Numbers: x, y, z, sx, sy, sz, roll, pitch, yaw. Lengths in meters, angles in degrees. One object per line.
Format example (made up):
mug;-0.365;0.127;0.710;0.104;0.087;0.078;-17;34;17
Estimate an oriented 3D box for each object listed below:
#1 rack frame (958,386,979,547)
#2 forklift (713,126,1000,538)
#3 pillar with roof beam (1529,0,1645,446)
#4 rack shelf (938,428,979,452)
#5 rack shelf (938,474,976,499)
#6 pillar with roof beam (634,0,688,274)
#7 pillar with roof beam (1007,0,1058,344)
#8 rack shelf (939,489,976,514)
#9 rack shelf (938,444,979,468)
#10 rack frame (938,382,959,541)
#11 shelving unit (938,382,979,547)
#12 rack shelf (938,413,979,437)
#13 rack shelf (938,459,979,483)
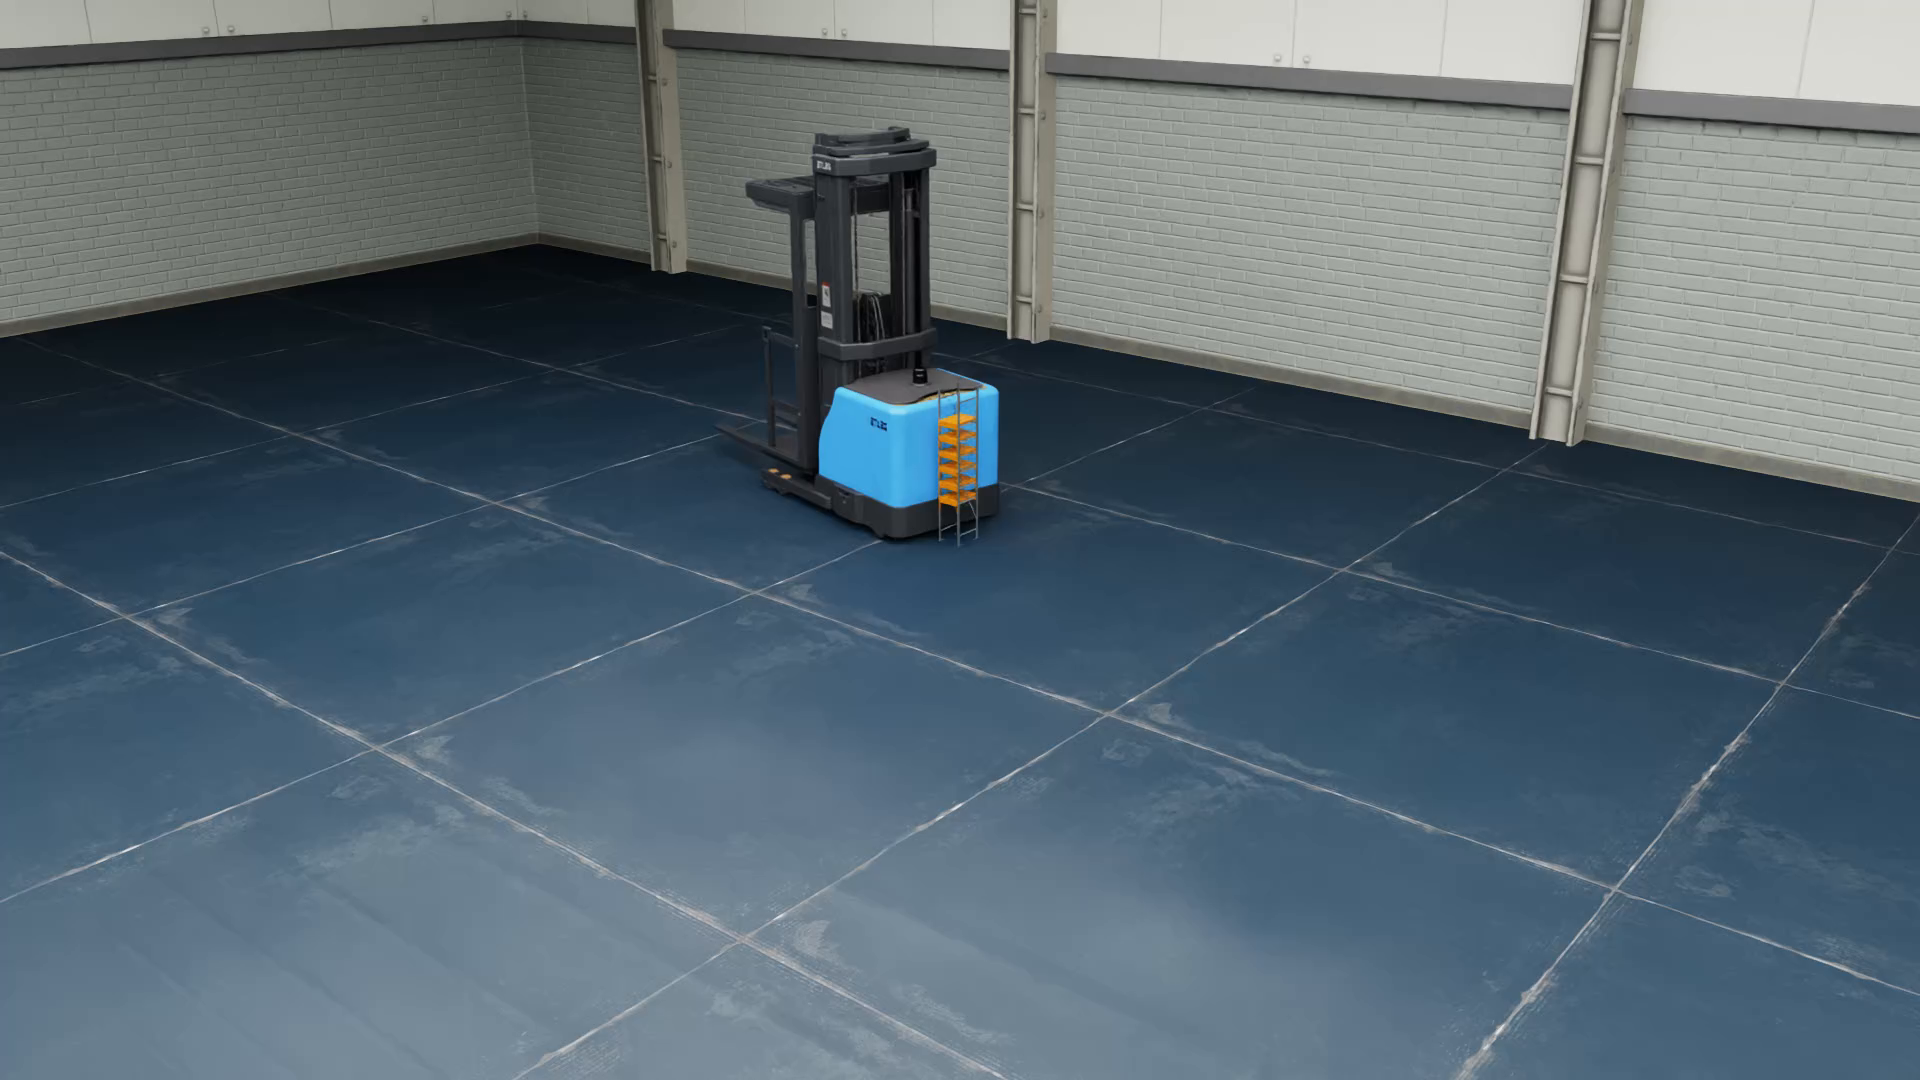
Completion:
rack frame;0.060;-0.544;12.411;0.006;1.200;0.240;16;26;36
forklift;-0.993;-1.839;13.391;1.130;2.935;3.031;-15;26;-35
pillar with roof beam;2.700;-3.956;10.406;0.400;9.000;9.100;16;26;36
rack shelf;-0.011;-0.748;12.396;0.180;0.103;0.258;16;26;36
rack shelf;-0.011;-0.411;12.523;0.180;0.103;0.258;16;26;36
pillar with roof beam;-6.597;-6.634;17.506;0.400;9.000;9.100;16;26;36
pillar with roof beam;-1.949;-5.295;13.956;0.400;9.000;9.100;16;26;36
rack shelf;-0.011;-0.298;12.565;0.180;0.103;0.258;16;26;36
rack shelf;-0.011;-0.635;12.438;0.180;0.103;0.258;16;26;36
rack frame;-0.082;-0.585;12.519;0.006;1.200;0.240;16;26;36
shelving unit;-0.011;-0.565;12.465;0.189;1.200;0.258;16;26;36
rack shelf;-0.011;-0.860;12.354;0.180;0.103;0.258;16;26;36
rack shelf;-0.011;-0.523;12.481;0.180;0.103;0.258;16;26;36
